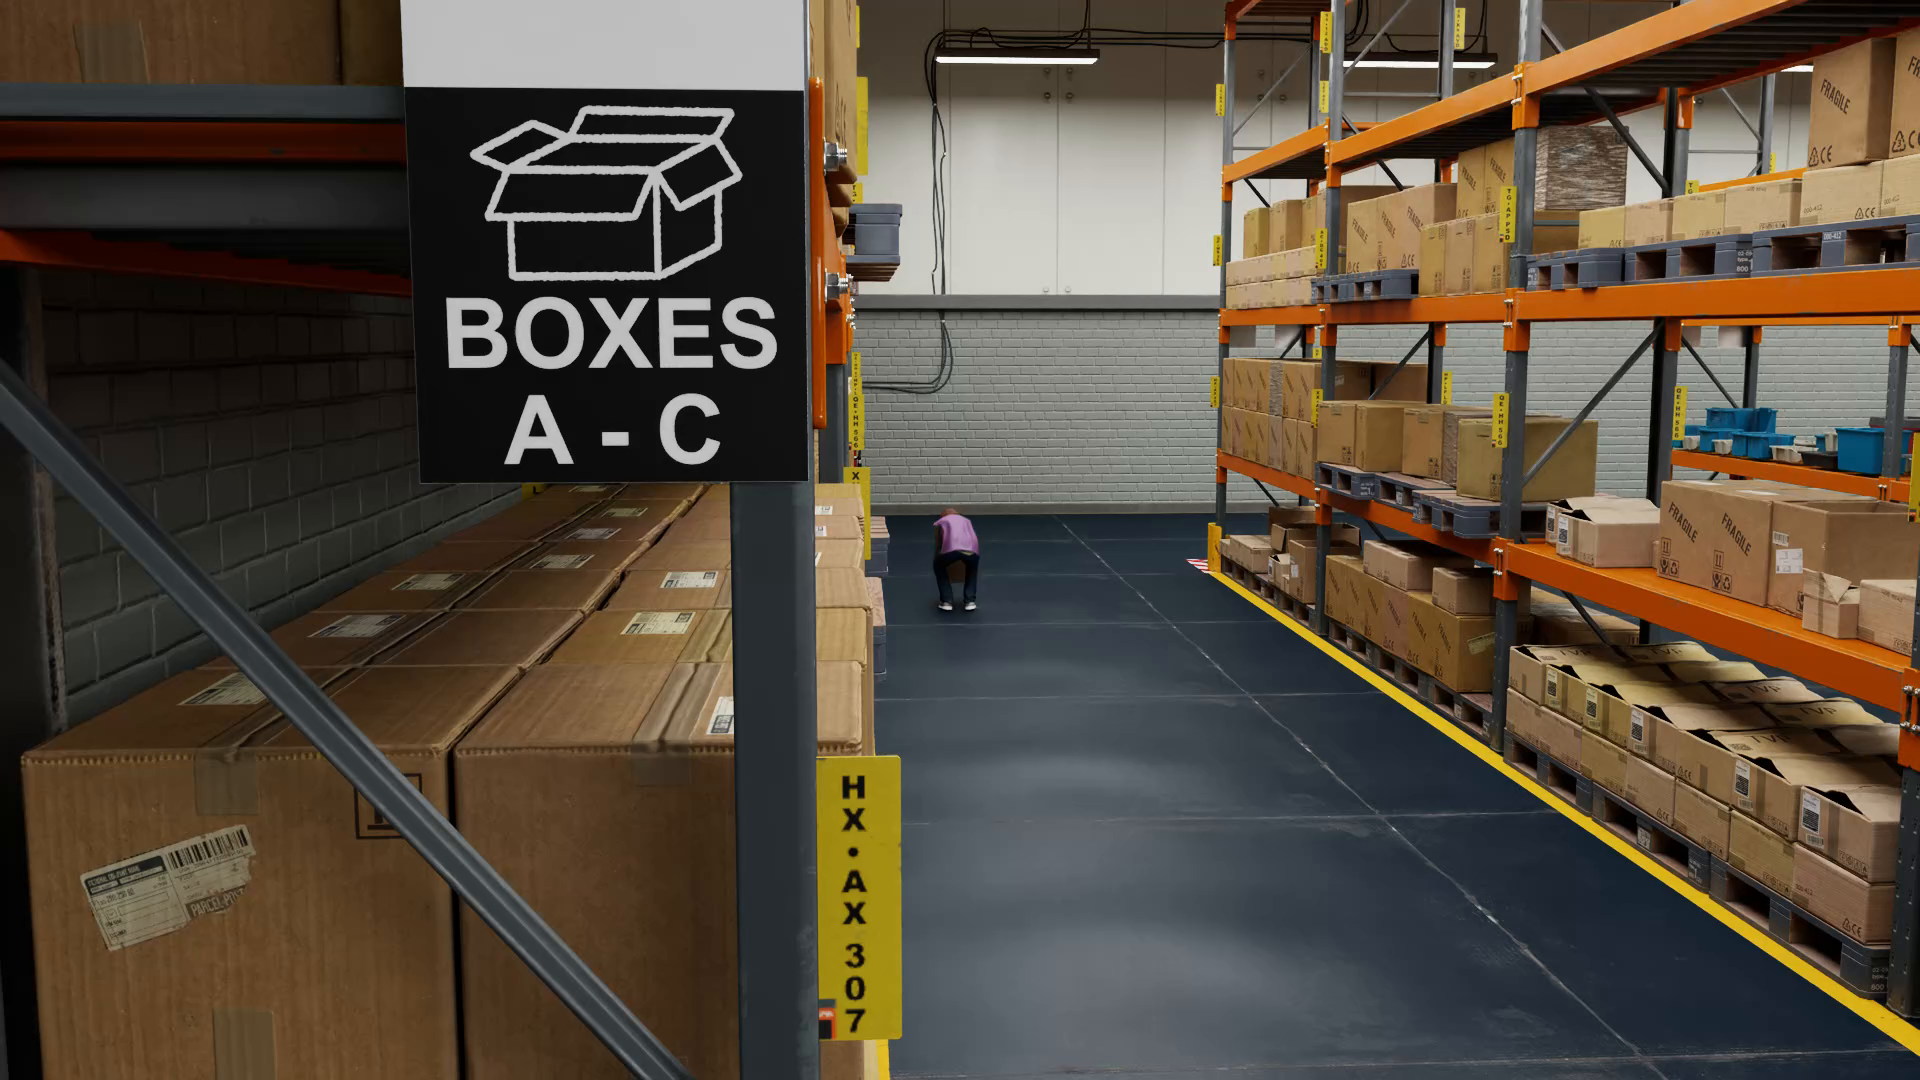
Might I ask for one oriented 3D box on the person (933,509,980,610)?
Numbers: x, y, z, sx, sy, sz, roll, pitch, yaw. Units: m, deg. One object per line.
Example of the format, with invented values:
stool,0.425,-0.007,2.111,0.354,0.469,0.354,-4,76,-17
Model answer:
person,-0.037,0.198,15.621,0.431,0.882,0.843,-1,7,-6
